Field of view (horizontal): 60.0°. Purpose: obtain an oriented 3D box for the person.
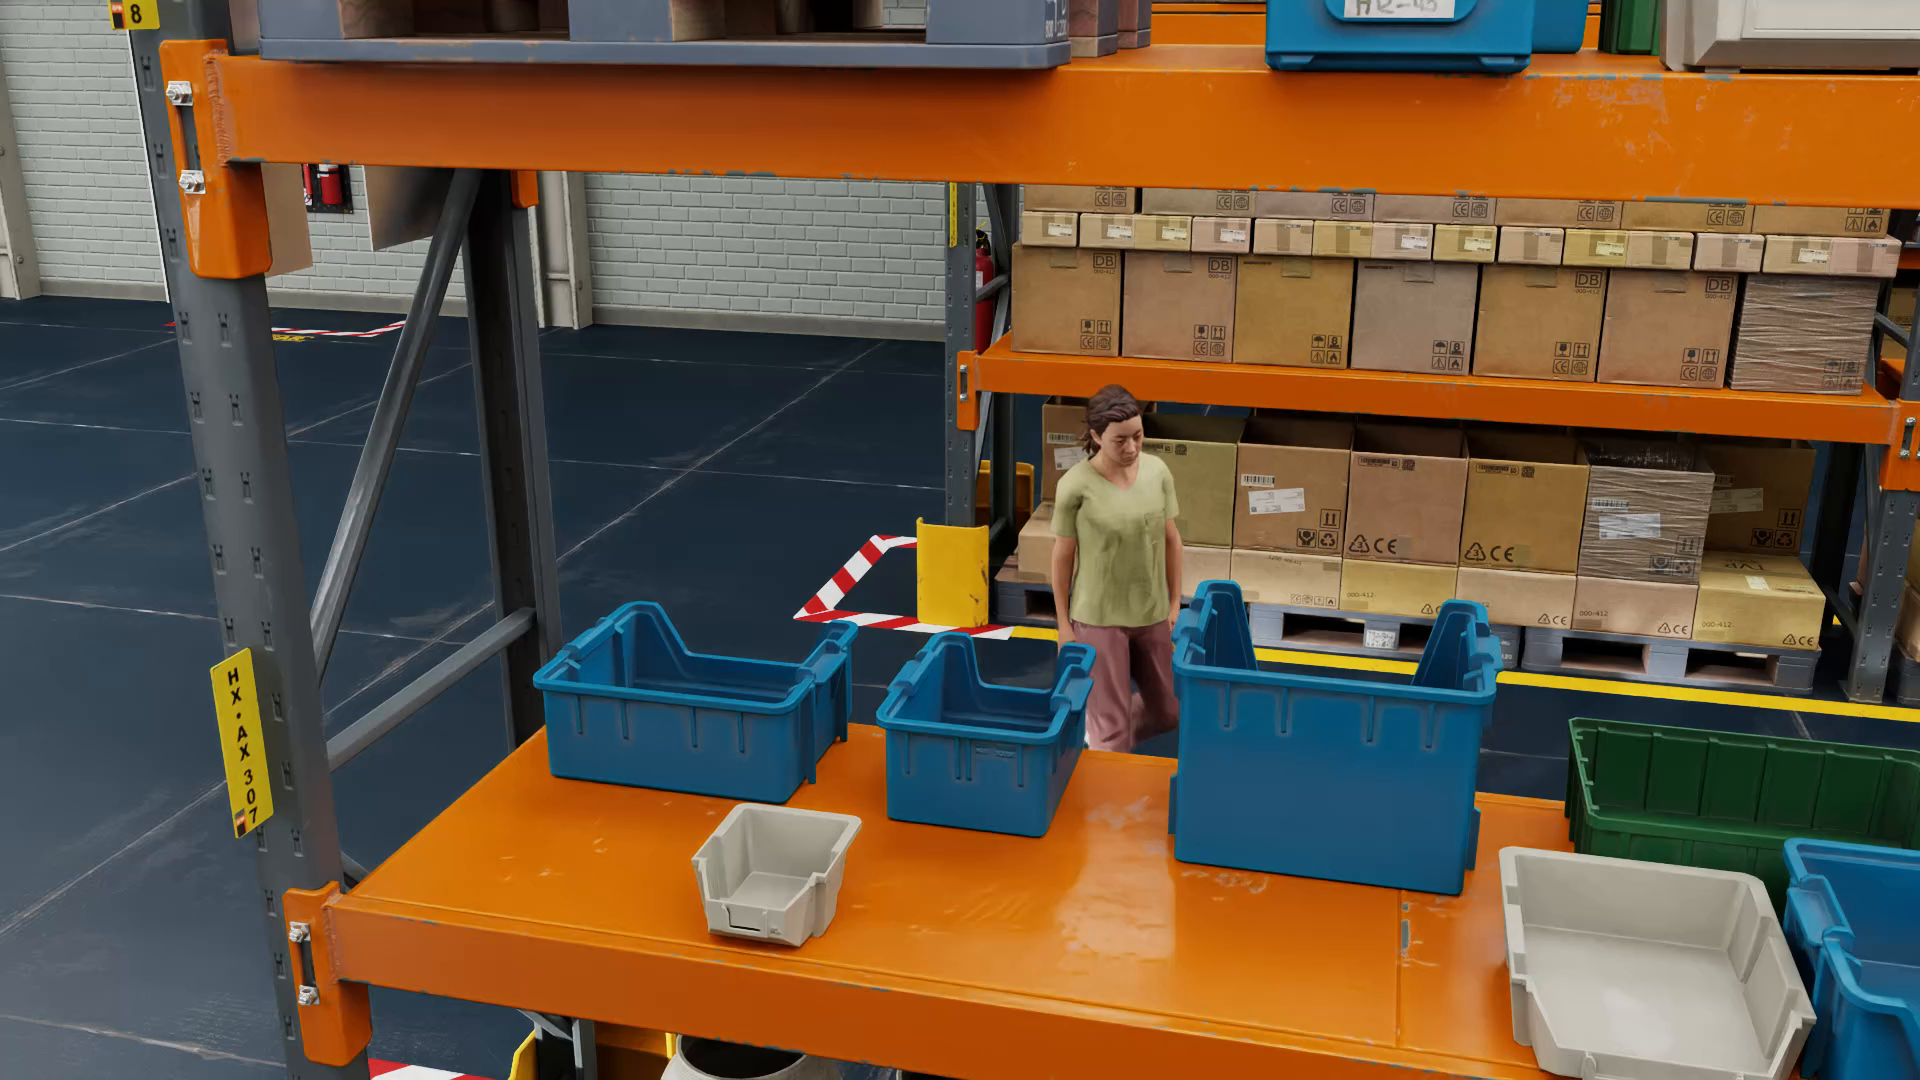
[{"bbox_3d":[0.538,0.263,5.743,0.467,1.661,0.755,-7,20,-20],"label":"person"}]
